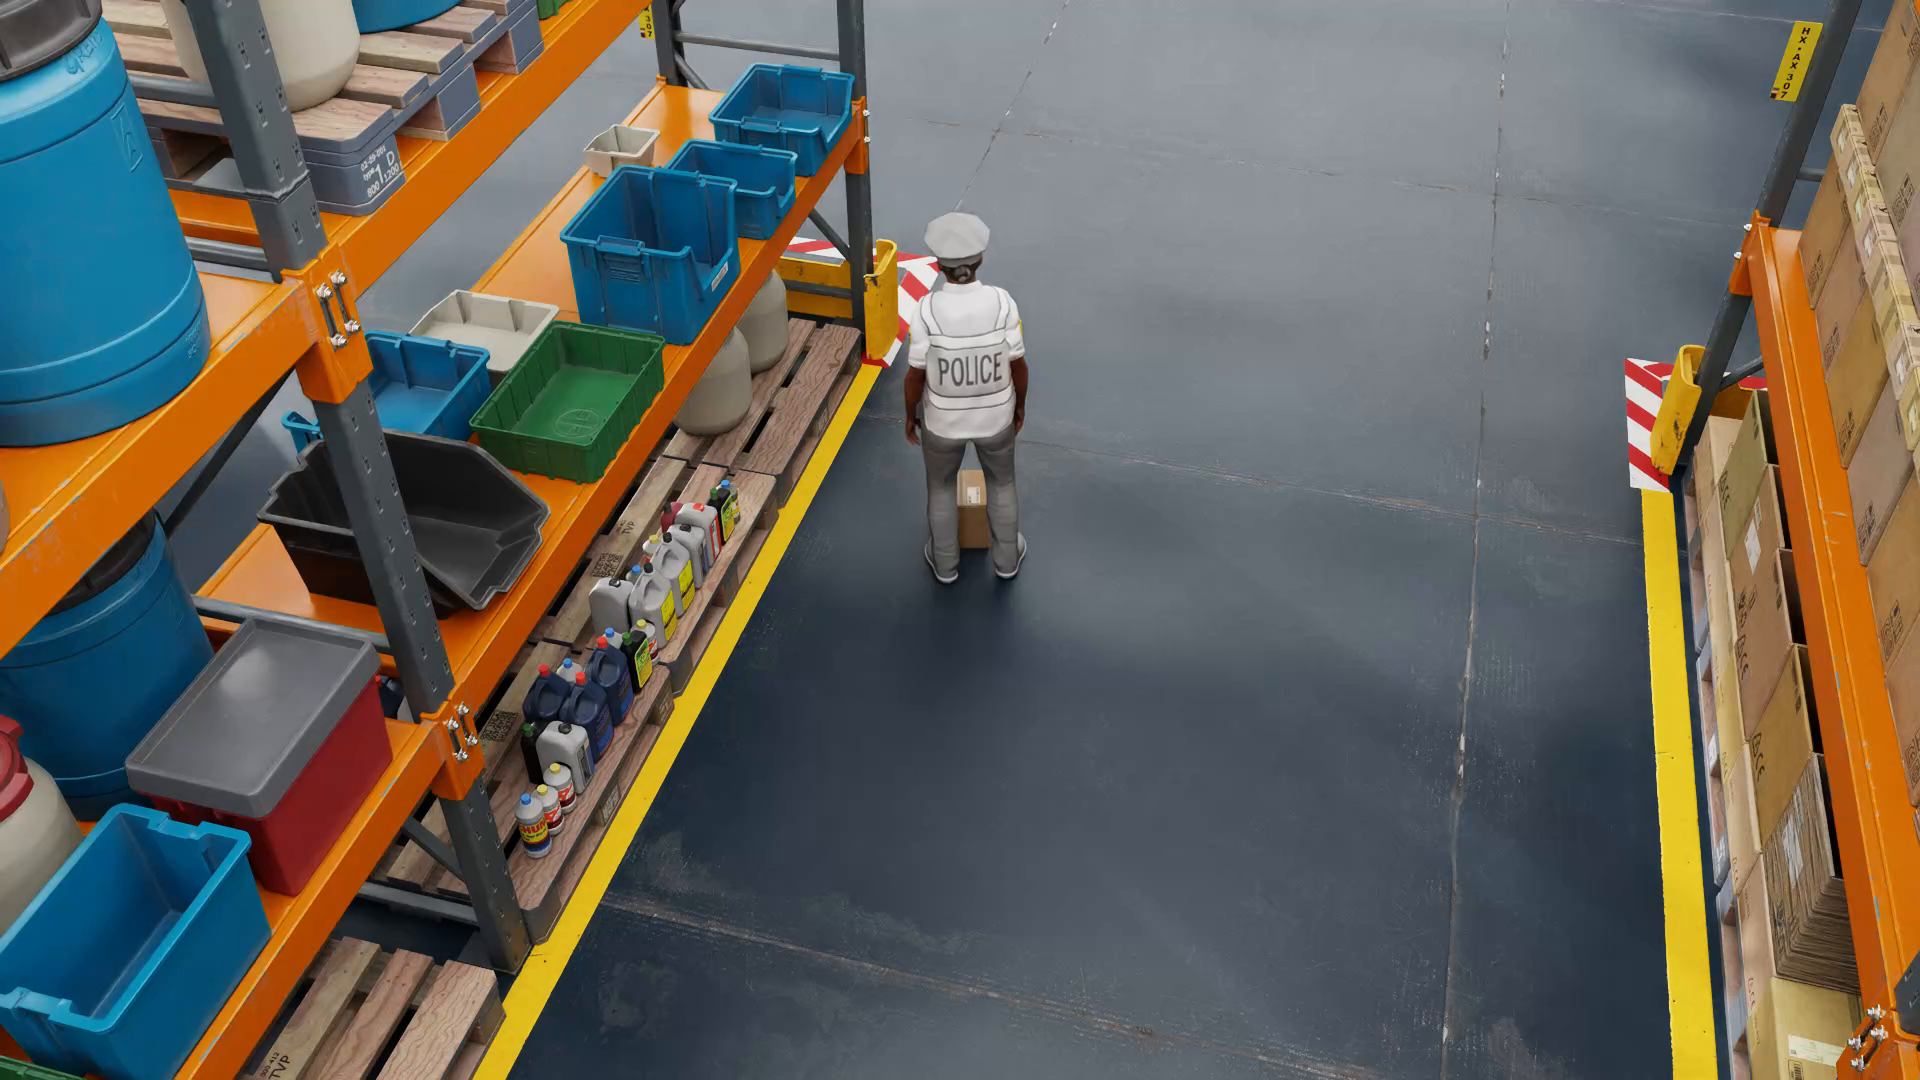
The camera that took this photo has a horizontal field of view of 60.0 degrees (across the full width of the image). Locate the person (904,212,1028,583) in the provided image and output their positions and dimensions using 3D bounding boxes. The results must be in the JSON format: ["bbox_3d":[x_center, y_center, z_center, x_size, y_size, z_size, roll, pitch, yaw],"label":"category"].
[{"bbox_3d":[0.038,-0.513,6.742,0.533,1.662,0.396,-4,41,-5],"label":"person"}]
